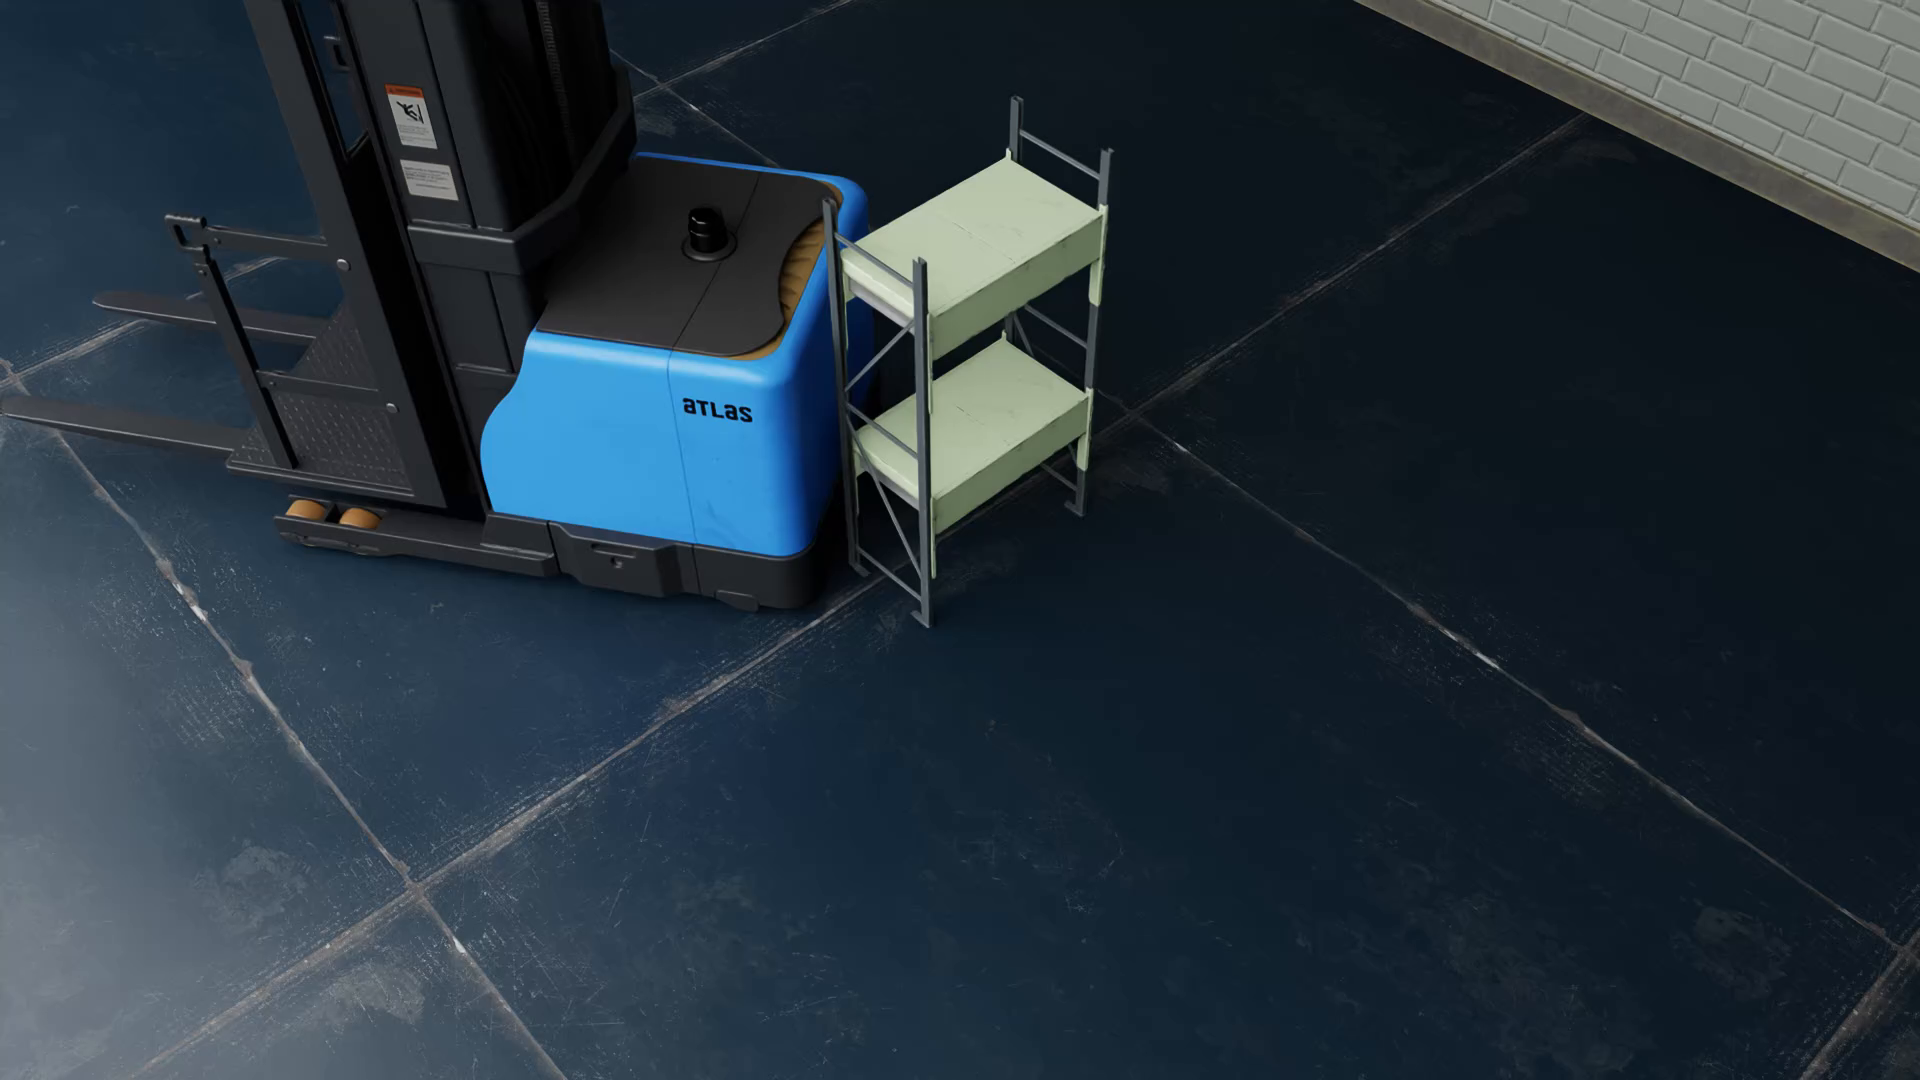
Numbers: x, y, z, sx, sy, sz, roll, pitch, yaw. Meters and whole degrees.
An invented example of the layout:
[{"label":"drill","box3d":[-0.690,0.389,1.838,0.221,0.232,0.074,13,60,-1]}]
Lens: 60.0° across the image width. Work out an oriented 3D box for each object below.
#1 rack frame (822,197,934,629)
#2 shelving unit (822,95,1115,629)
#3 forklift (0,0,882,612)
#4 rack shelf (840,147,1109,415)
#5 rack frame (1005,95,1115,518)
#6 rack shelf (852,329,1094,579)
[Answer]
[{"label":"rack frame","box3d":[-0.233,-0.326,5.030,0.023,1.500,0.400,-35,56,-28]},{"label":"shelving unit","box3d":[0.032,-0.512,5.202,0.755,1.500,0.431,-35,56,-28]},{"label":"forklift","box3d":[-1.856,-1.312,4.967,3.031,2.935,1.130,9,48,8]},{"label":"rack shelf","box3d":[0.032,-0.777,4.915,0.720,0.370,0.431,-35,56,-28]},{"label":"rack frame","box3d":[0.296,-0.698,5.374,0.023,1.500,0.400,-35,56,-28]},{"label":"rack shelf","box3d":[0.032,-0.291,5.441,0.720,0.370,0.431,-35,56,-28]}]
